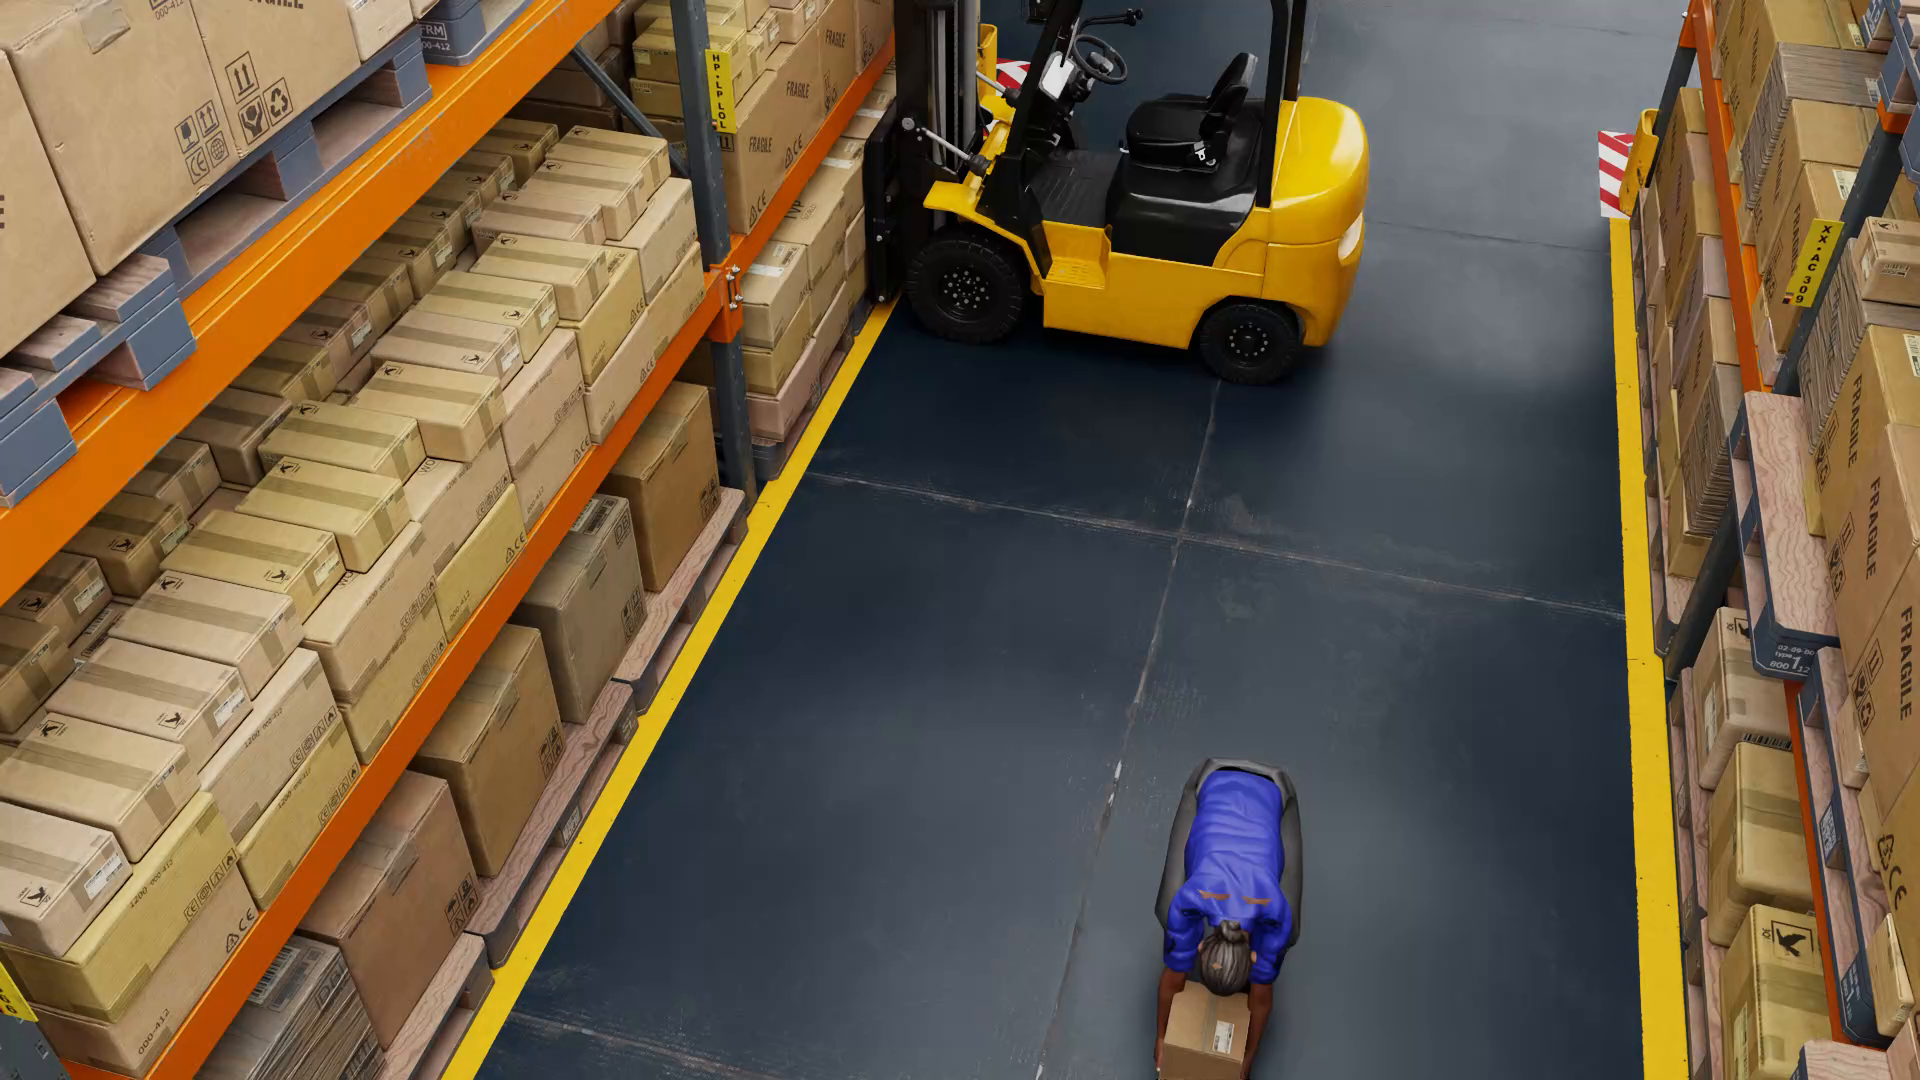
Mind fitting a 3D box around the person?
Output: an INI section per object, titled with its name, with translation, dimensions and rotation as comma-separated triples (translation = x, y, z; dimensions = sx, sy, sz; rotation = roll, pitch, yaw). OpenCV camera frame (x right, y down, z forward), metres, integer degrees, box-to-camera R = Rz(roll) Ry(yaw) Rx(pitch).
[person]
translation = 0.875, 1.224, 5.430
dimensions = 0.472, 0.803, 0.858
rotation = 8, 42, 9
